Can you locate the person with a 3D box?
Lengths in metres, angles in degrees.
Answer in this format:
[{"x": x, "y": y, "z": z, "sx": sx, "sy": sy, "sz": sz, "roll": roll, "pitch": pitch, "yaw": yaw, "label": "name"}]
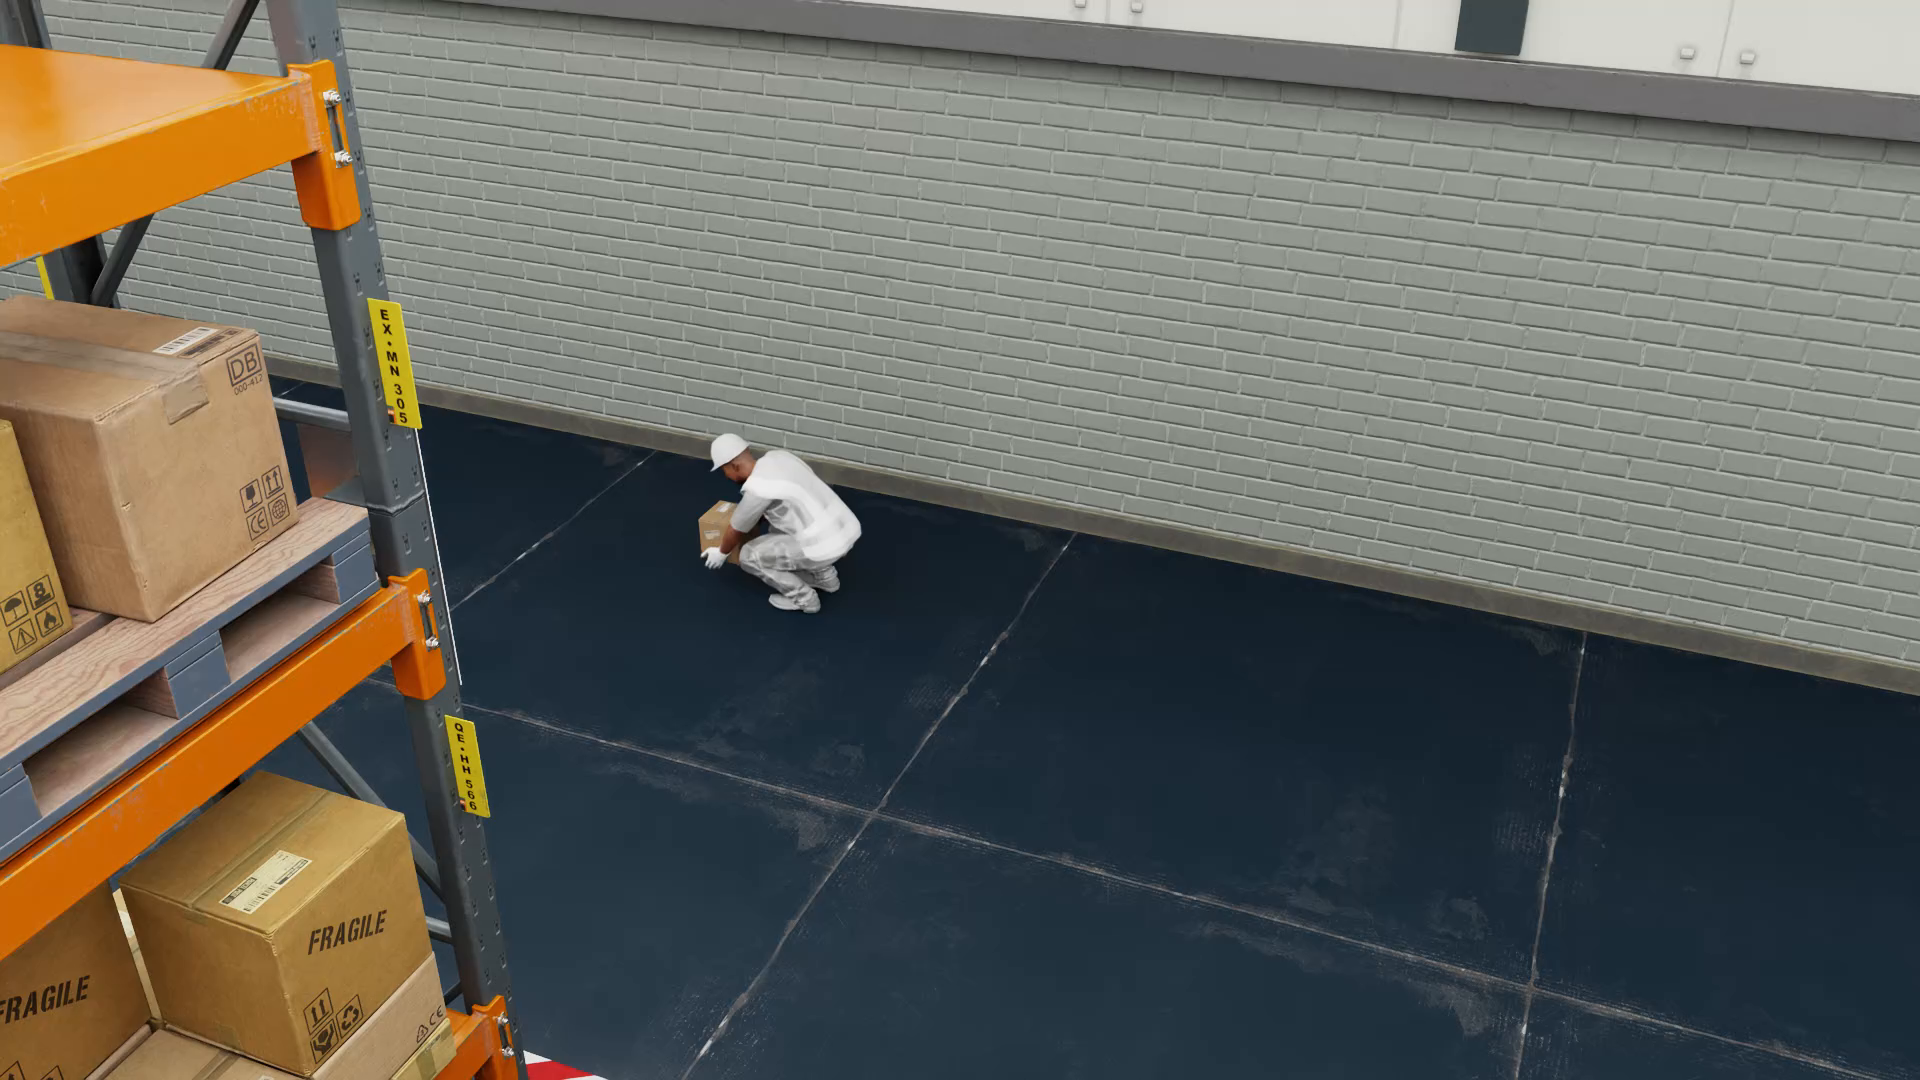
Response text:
[{"x": -1.024, "y": -0.121, "z": 9.410, "sx": 0.891, "sy": 0.994, "sz": 0.567, "roll": 11, "pitch": 31, "yaw": 19, "label": "person"}]
